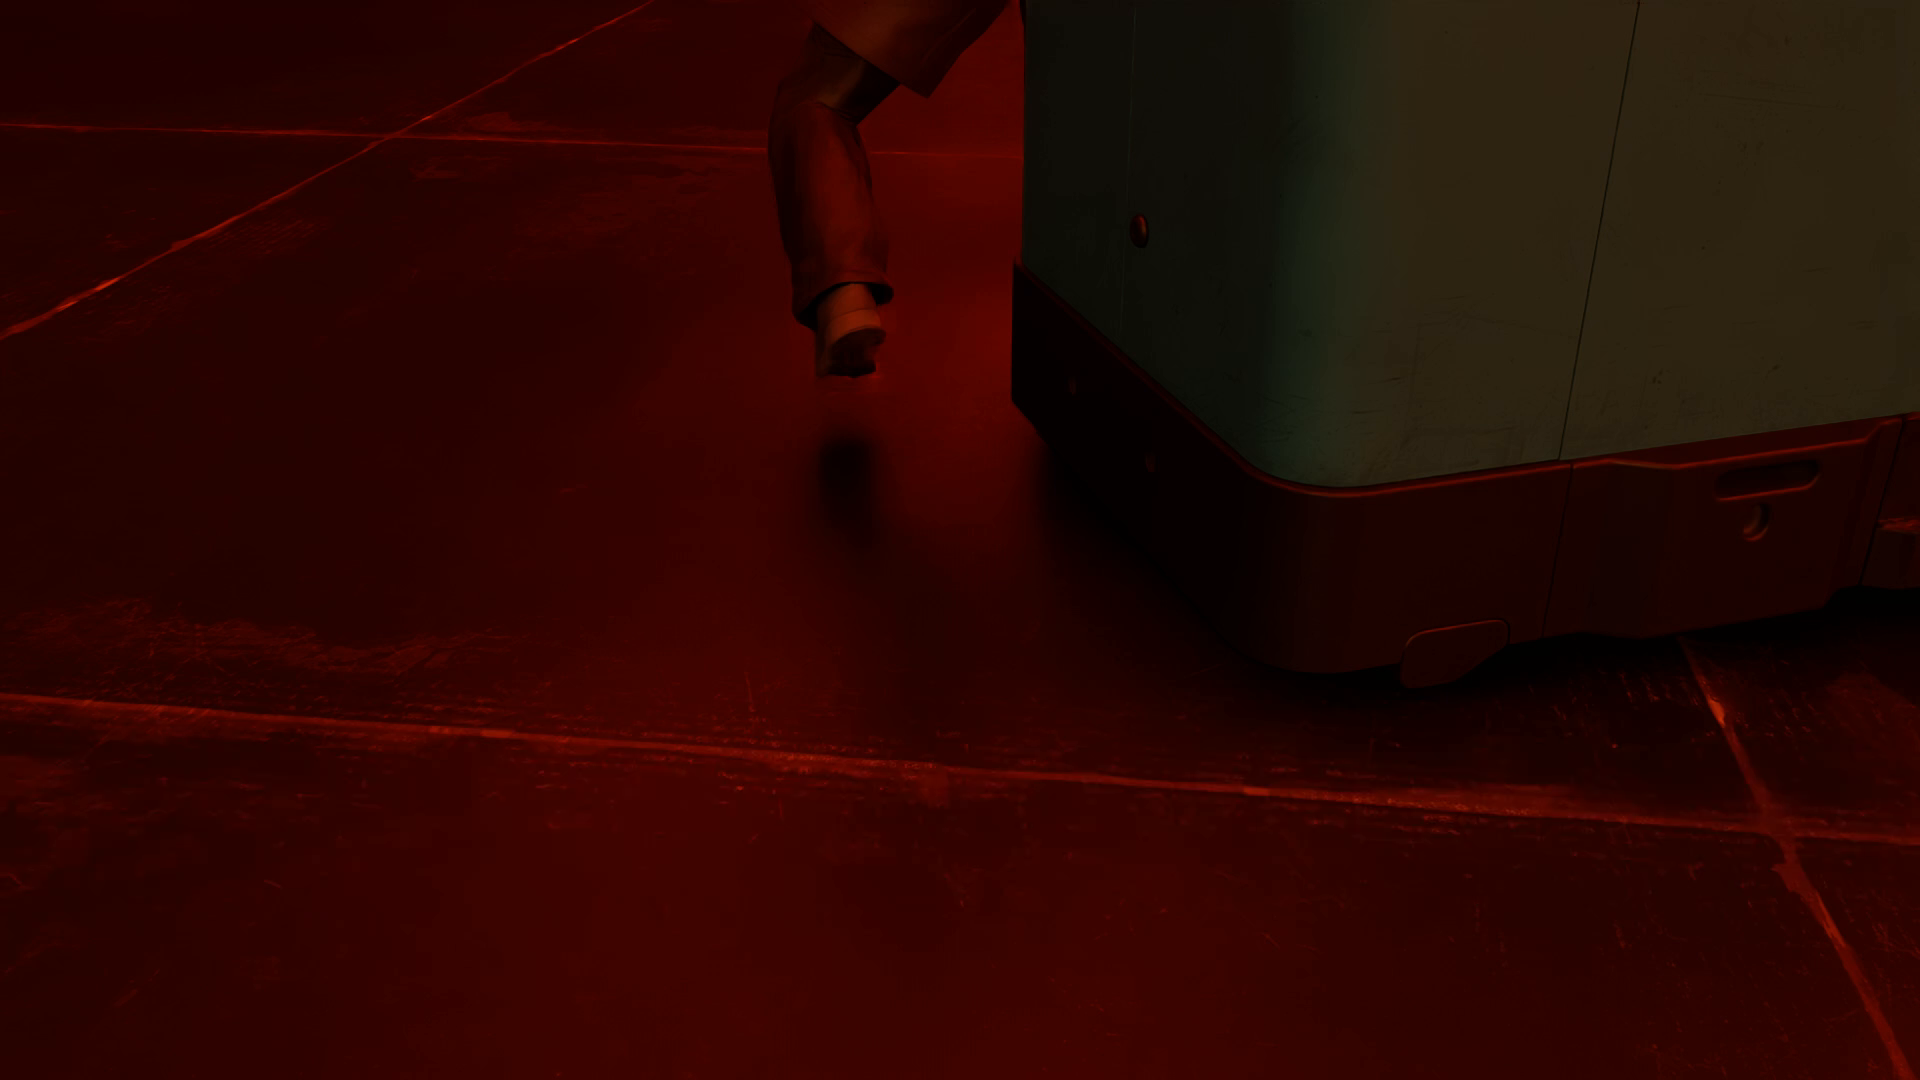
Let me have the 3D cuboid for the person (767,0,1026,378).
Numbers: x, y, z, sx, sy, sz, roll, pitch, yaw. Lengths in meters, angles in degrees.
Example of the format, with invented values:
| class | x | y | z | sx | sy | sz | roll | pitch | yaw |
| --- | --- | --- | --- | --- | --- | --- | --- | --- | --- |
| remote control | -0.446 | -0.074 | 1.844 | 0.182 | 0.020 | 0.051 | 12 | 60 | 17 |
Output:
| class | x | y | z | sx | sy | sz | roll | pitch | yaw |
| --- | --- | --- | --- | --- | --- | --- | --- | --- | --- |
| person | 0.214 | -1.078 | 2.847 | 1.129 | 1.583 | 0.754 | -6 | 27 | -13 |

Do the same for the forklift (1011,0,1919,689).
| class | x | y | z | sx | sy | sz | roll | pitch | yaw |
| --- | --- | --- | --- | --- | --- | --- | --- | --- | --- |
| forklift | 1.662 | -1.494 | 2.211 | 3.031 | 2.935 | 1.130 | -8 | 28 | -15 |
